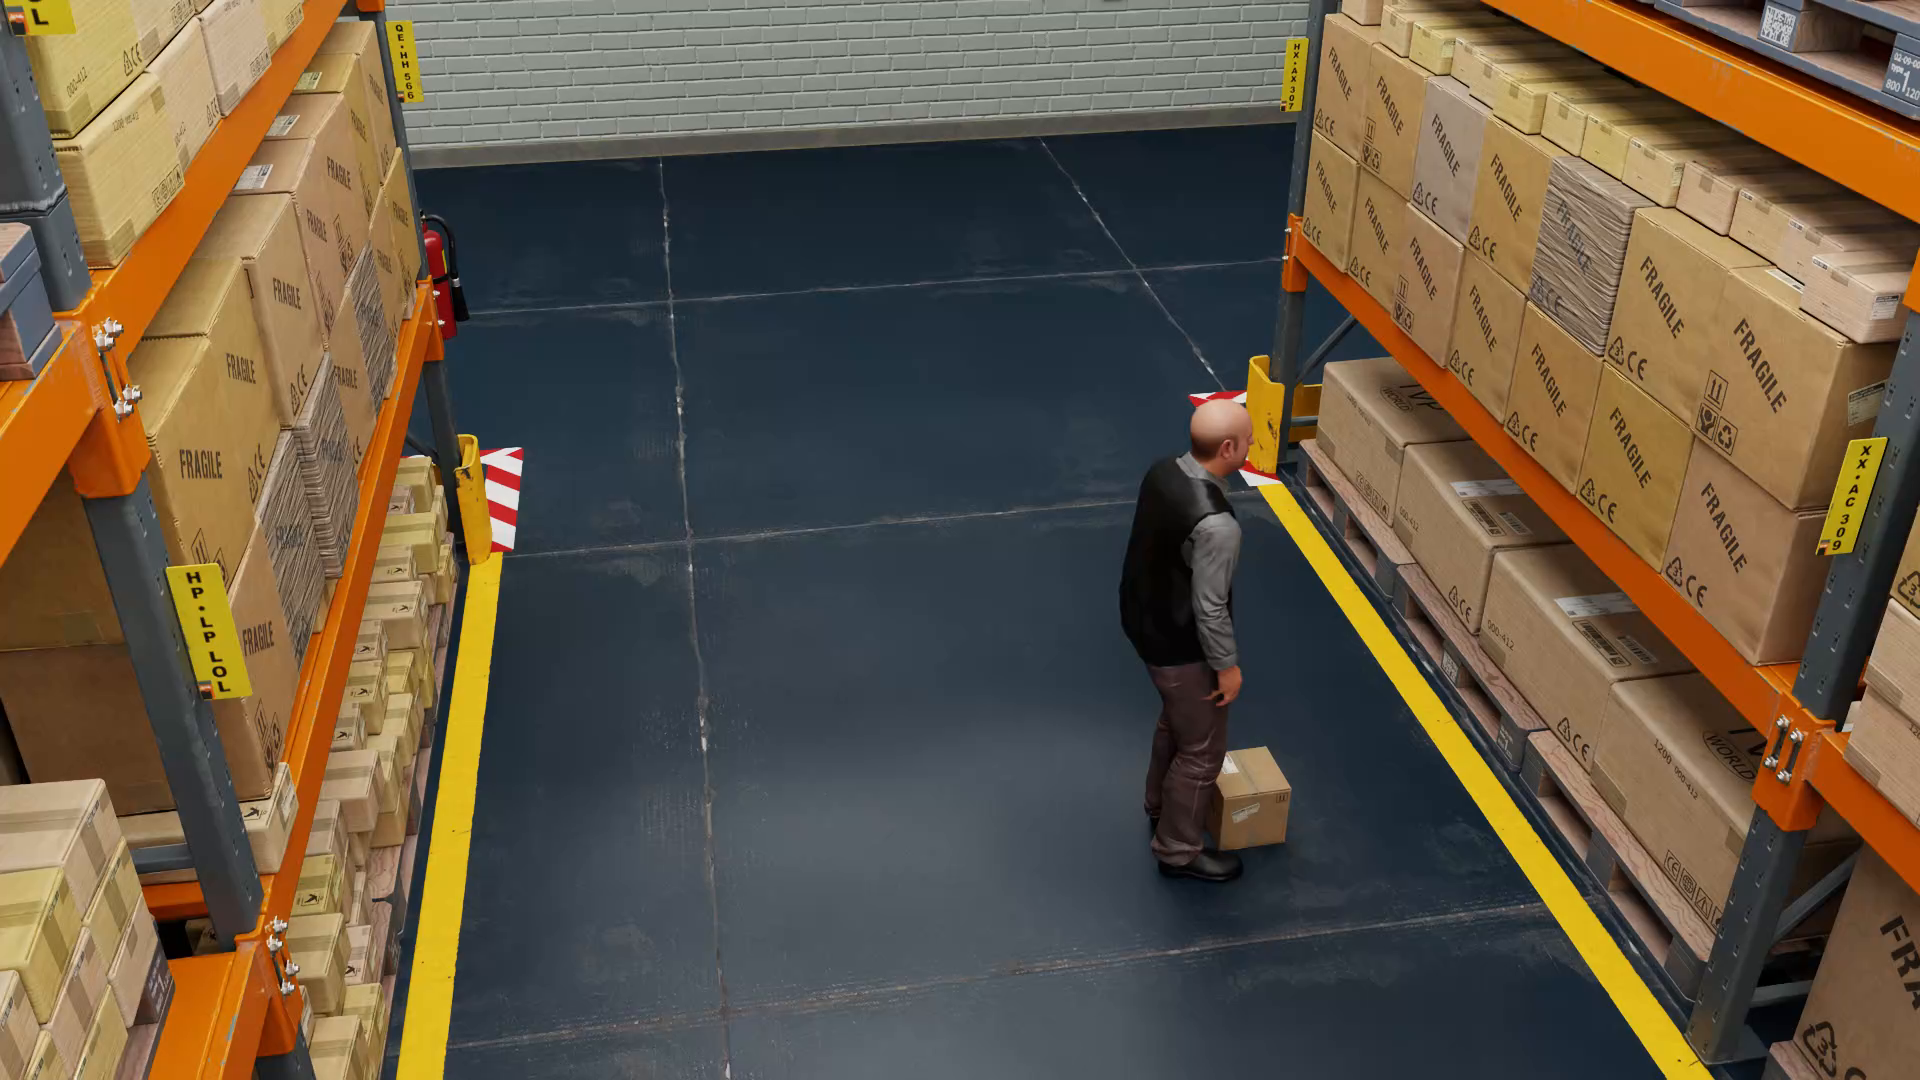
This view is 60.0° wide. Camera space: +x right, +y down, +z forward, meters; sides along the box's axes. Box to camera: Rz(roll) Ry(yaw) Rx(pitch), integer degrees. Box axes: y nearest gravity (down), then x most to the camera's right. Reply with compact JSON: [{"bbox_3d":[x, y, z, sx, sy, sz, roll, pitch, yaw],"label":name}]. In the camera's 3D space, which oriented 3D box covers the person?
[{"bbox_3d":[0.774,0.323,5.604,0.465,1.722,0.591,-7,31,-11],"label":"person"}]
